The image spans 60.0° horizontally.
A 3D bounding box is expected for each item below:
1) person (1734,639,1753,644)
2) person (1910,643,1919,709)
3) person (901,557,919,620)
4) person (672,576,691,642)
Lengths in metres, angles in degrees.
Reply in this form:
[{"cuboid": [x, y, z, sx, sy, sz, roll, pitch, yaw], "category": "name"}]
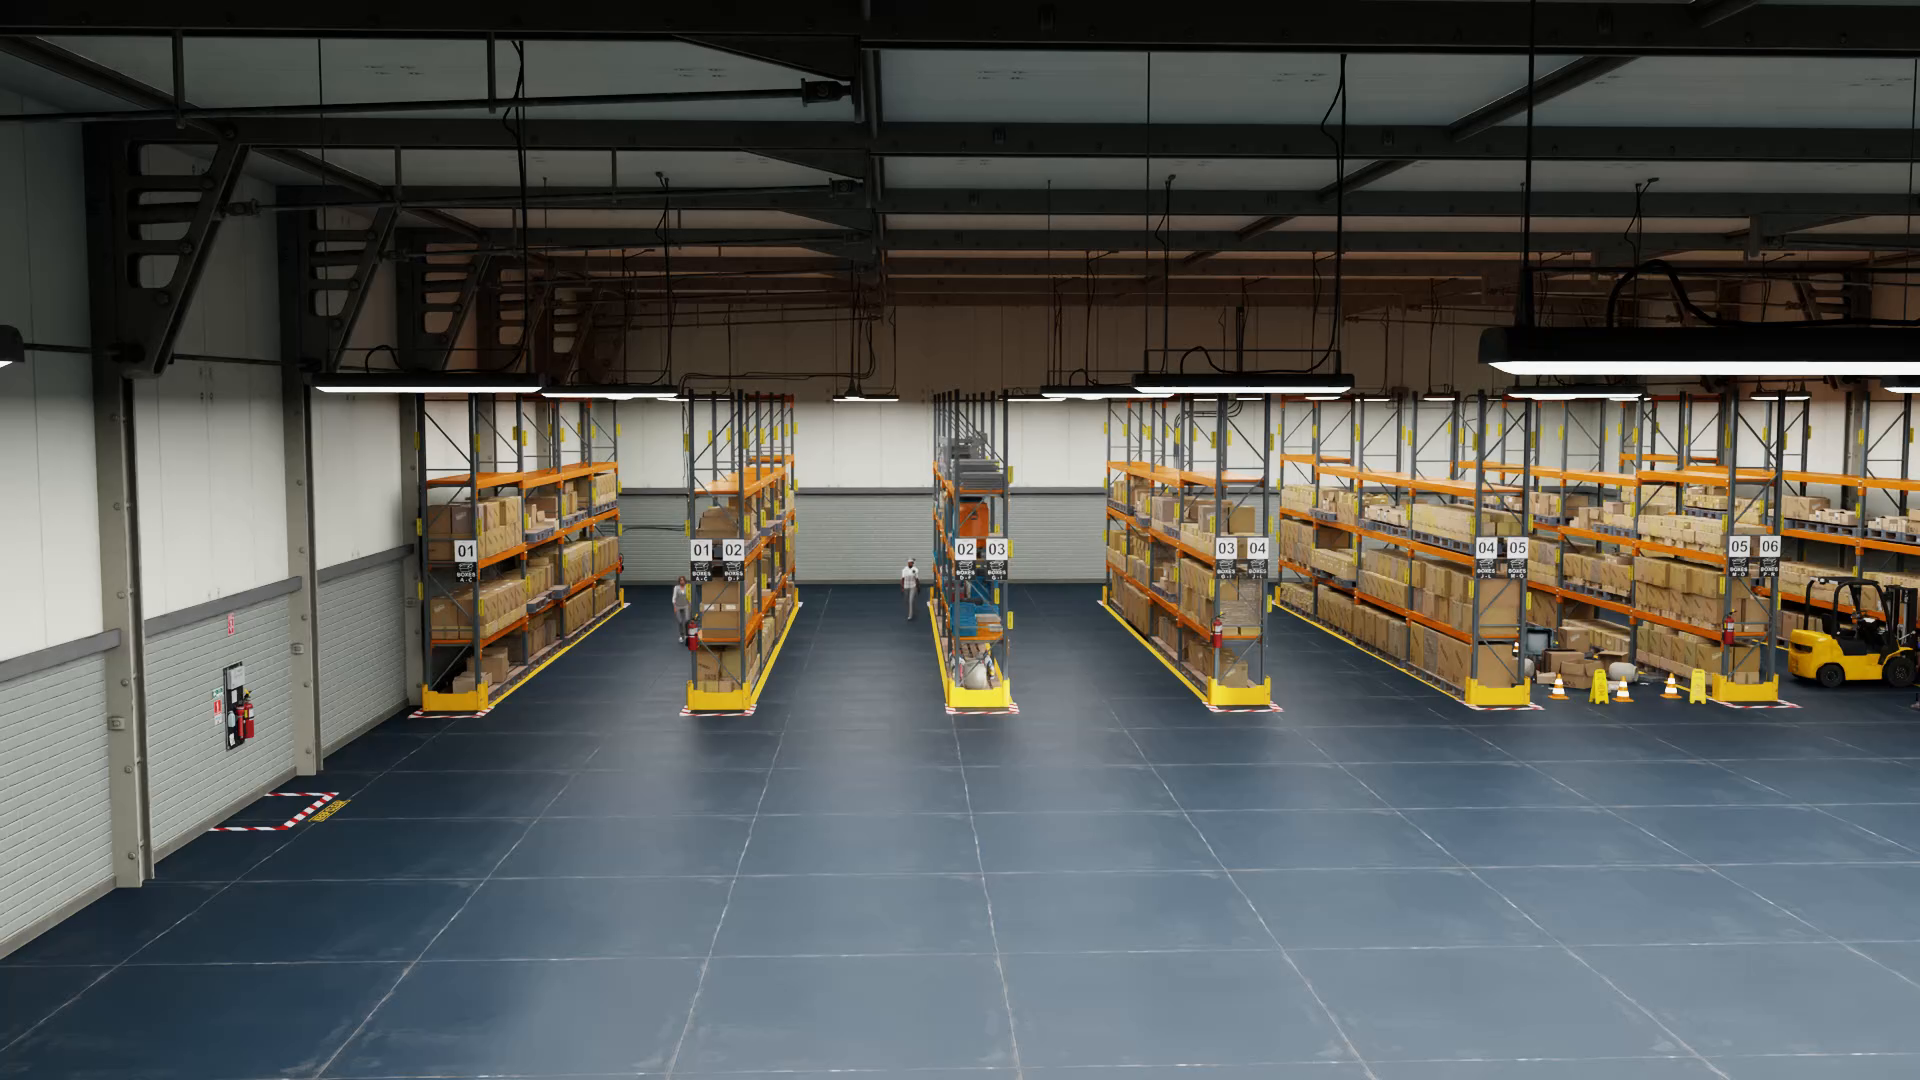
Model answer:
[{"cuboid": [17.161, 1.944, 36.350, 0.590, 1.640, 0.773, -1, 5, -15], "category": "person"}, {"cuboid": [18.299, 2.350, 31.313, 0.923, 1.614, 0.466, -1, 5, -10], "category": "person"}, {"cuboid": [-1.320, 1.264, 44.407, 0.458, 1.639, 0.953, 1, 5, 15], "category": "person"}, {"cuboid": [-6.678, 1.666, 39.900, 0.442, 1.615, 0.460, 0, 5, -5], "category": "person"}]
